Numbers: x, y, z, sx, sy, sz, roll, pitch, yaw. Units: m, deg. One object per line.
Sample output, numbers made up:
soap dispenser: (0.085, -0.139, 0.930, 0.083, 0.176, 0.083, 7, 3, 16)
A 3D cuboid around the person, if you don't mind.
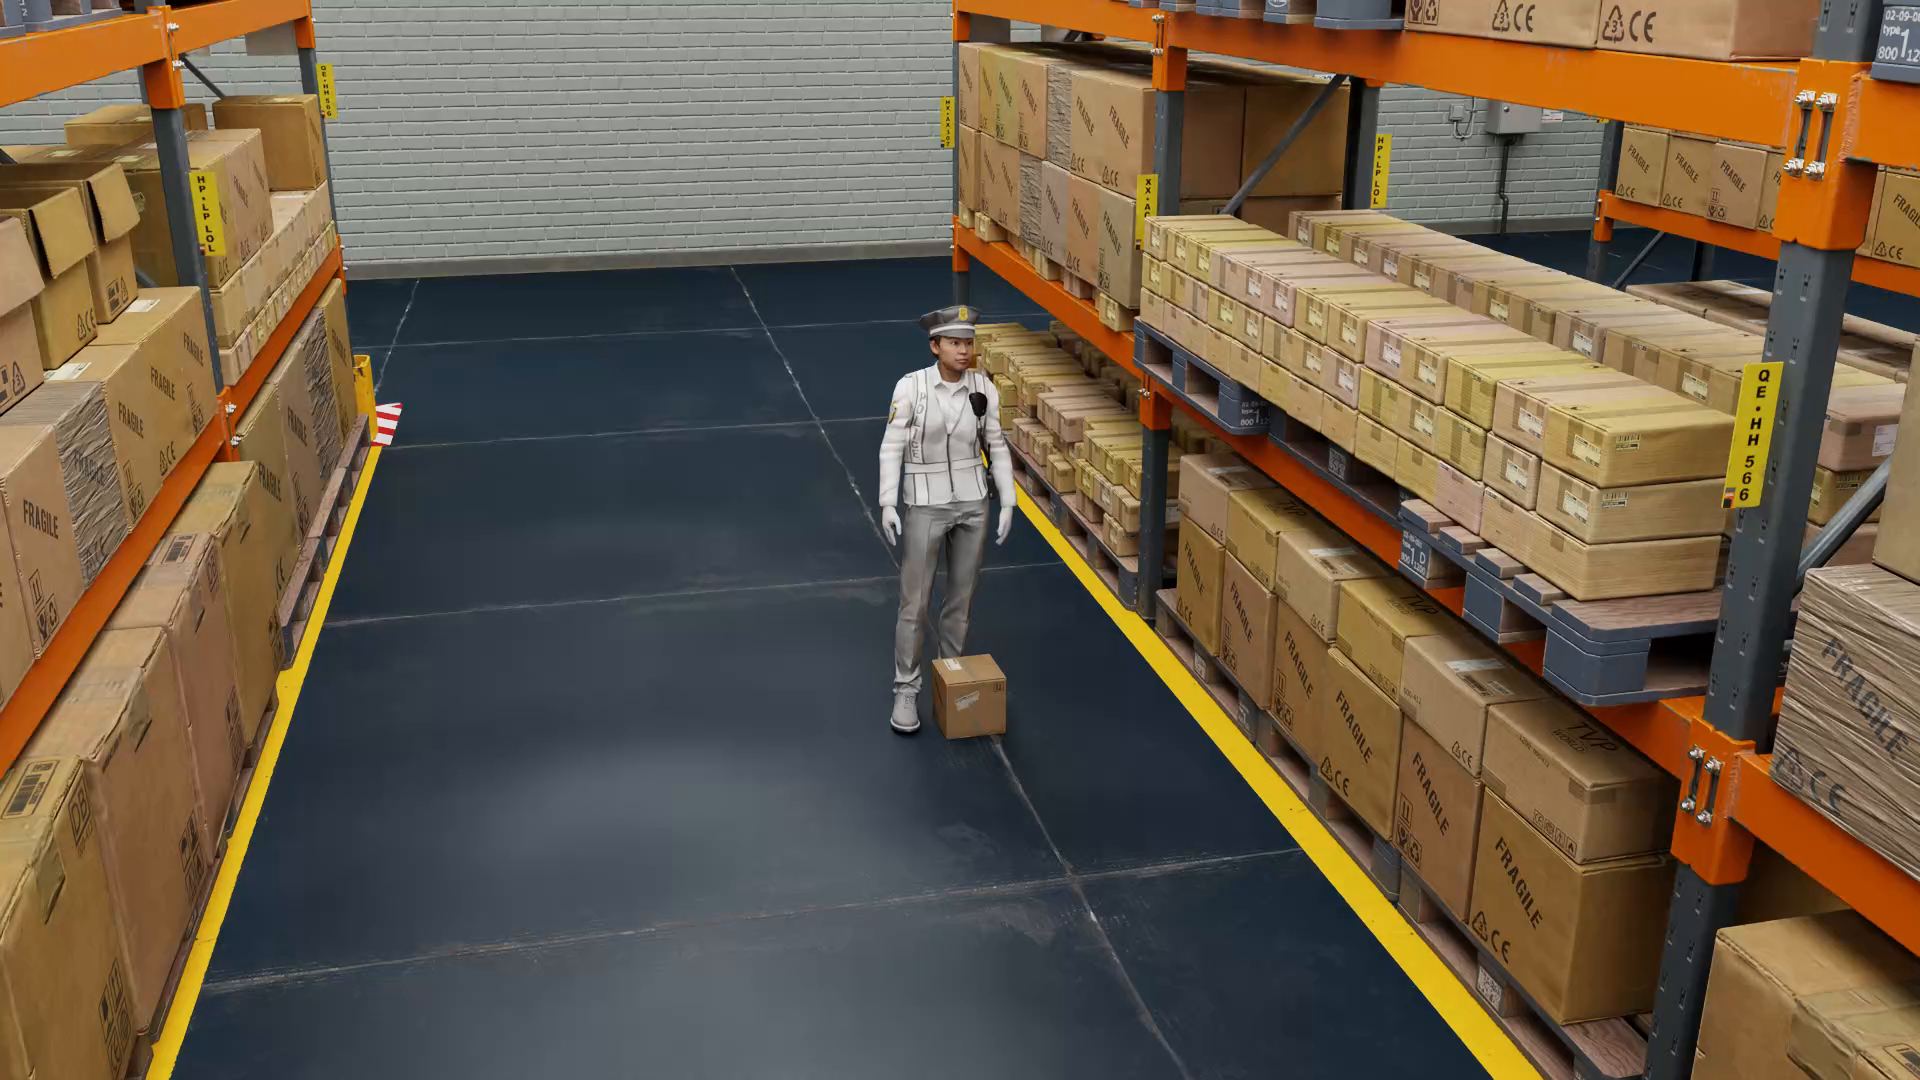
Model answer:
person: (-0.040, -0.108, 6.796, 0.588, 1.696, 0.532, -5, 20, -13)
